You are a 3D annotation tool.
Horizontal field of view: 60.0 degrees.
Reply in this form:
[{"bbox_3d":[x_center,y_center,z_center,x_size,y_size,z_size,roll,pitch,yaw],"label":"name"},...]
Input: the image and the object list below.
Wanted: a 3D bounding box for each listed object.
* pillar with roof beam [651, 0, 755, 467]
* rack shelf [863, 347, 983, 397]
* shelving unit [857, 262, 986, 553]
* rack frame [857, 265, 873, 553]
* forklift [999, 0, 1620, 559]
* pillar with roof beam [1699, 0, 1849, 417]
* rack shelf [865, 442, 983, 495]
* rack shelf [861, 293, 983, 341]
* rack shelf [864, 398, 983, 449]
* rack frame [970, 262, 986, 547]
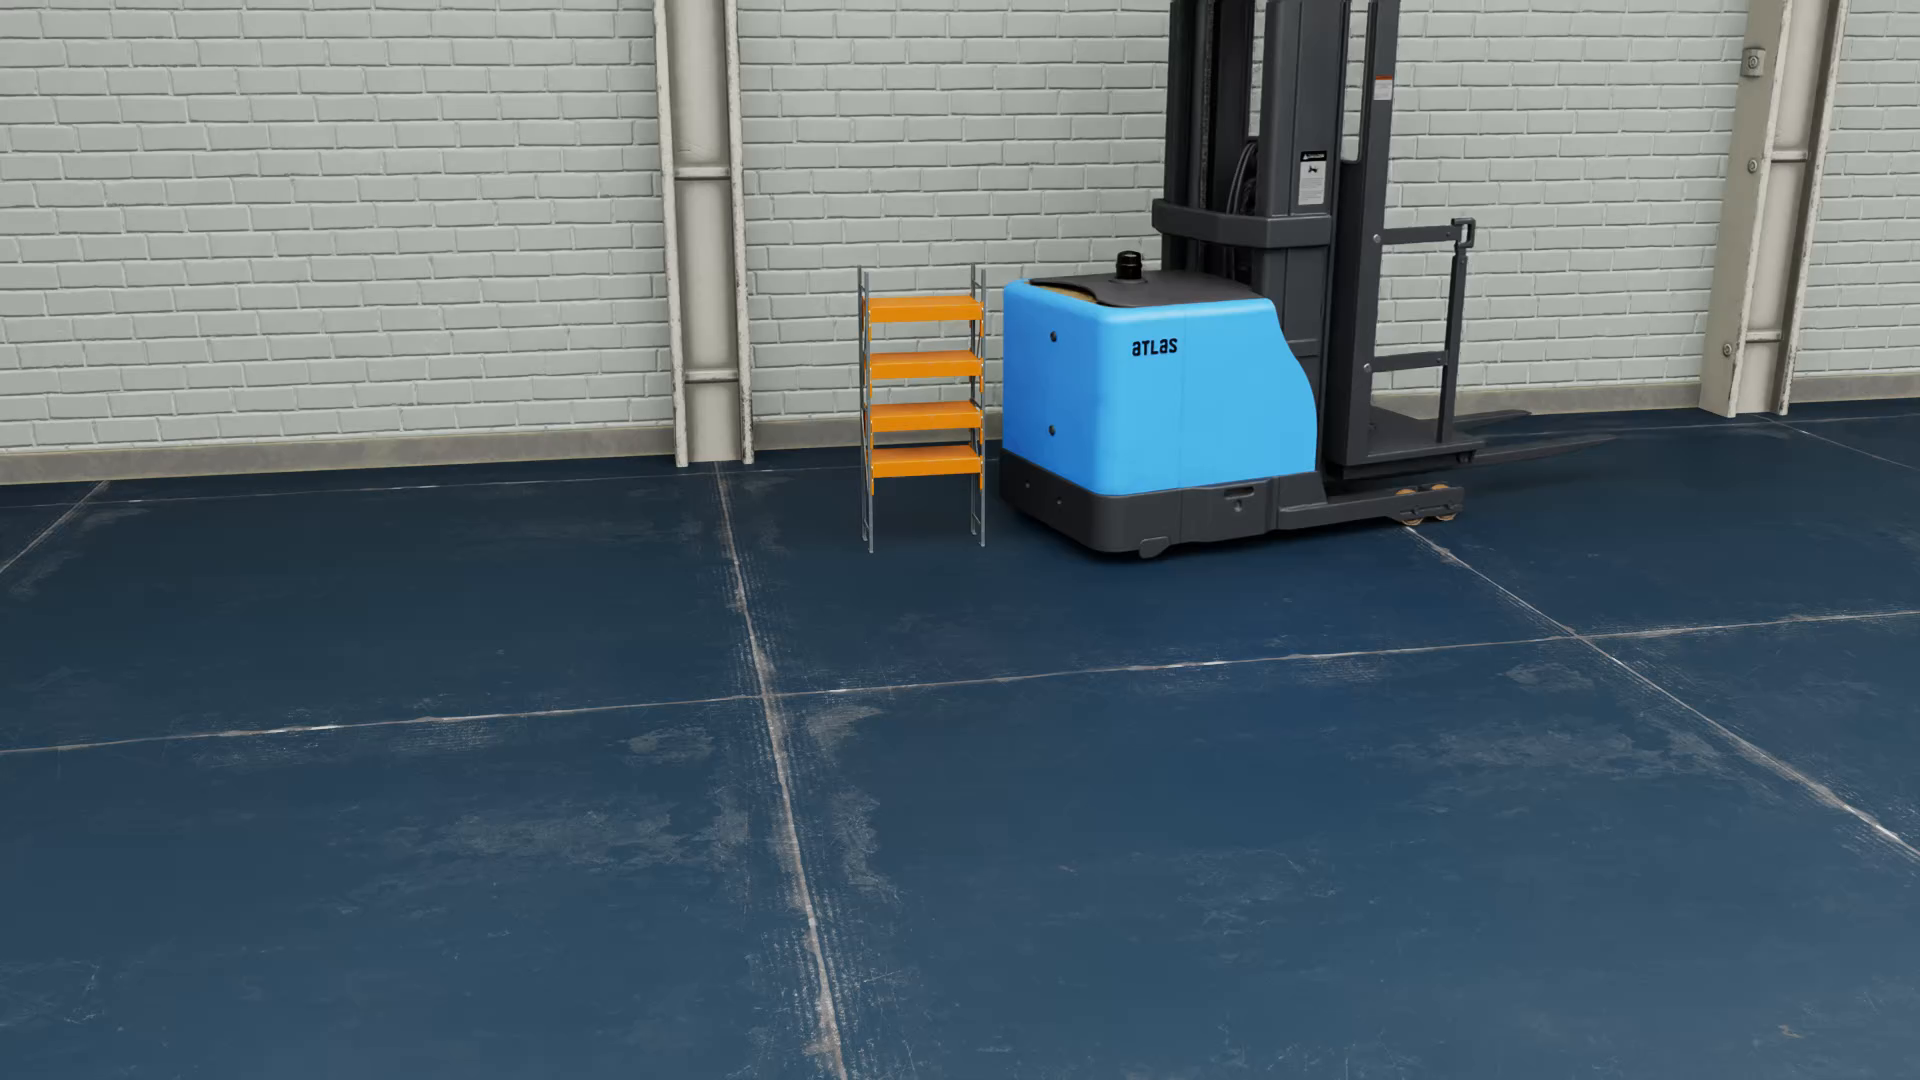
[{"bbox_3d":[-0.471,-3.491,3.350,0.400,9.000,9.100,-3,17,-10],"label":"pillar with roof beam"},{"bbox_3d":[-0.163,-0.714,7.060,0.480,0.148,0.258,-3,17,-10],"label":"rack shelf"},{"bbox_3d":[-0.163,-0.564,7.106,0.503,1.200,0.258,-3,17,-10],"label":"shelving unit"},{"bbox_3d":[-0.402,-0.551,7.061,0.015,1.200,0.240,-3,17,-10],"label":"rack frame"},{"bbox_3d":[1.740,-1.596,7.515,3.031,2.935,1.130,-8,19,-24],"label":"forklift"},{"bbox_3d":[5.420,-3.825,4.438,0.400,9.000,9.100,-3,17,-10],"label":"pillar with roof beam"},{"bbox_3d":[-0.163,-0.310,7.184,0.480,0.148,0.258,-3,17,-10],"label":"rack shelf"},{"bbox_3d":[-0.163,-0.940,6.990,0.480,0.148,0.258,-3,17,-10],"label":"rack shelf"},{"bbox_3d":[-0.163,-0.500,7.125,0.480,0.148,0.258,-3,17,-10],"label":"rack shelf"},{"bbox_3d":[0.077,-0.578,7.150,0.015,1.200,0.240,-3,17,-10],"label":"rack frame"}]
